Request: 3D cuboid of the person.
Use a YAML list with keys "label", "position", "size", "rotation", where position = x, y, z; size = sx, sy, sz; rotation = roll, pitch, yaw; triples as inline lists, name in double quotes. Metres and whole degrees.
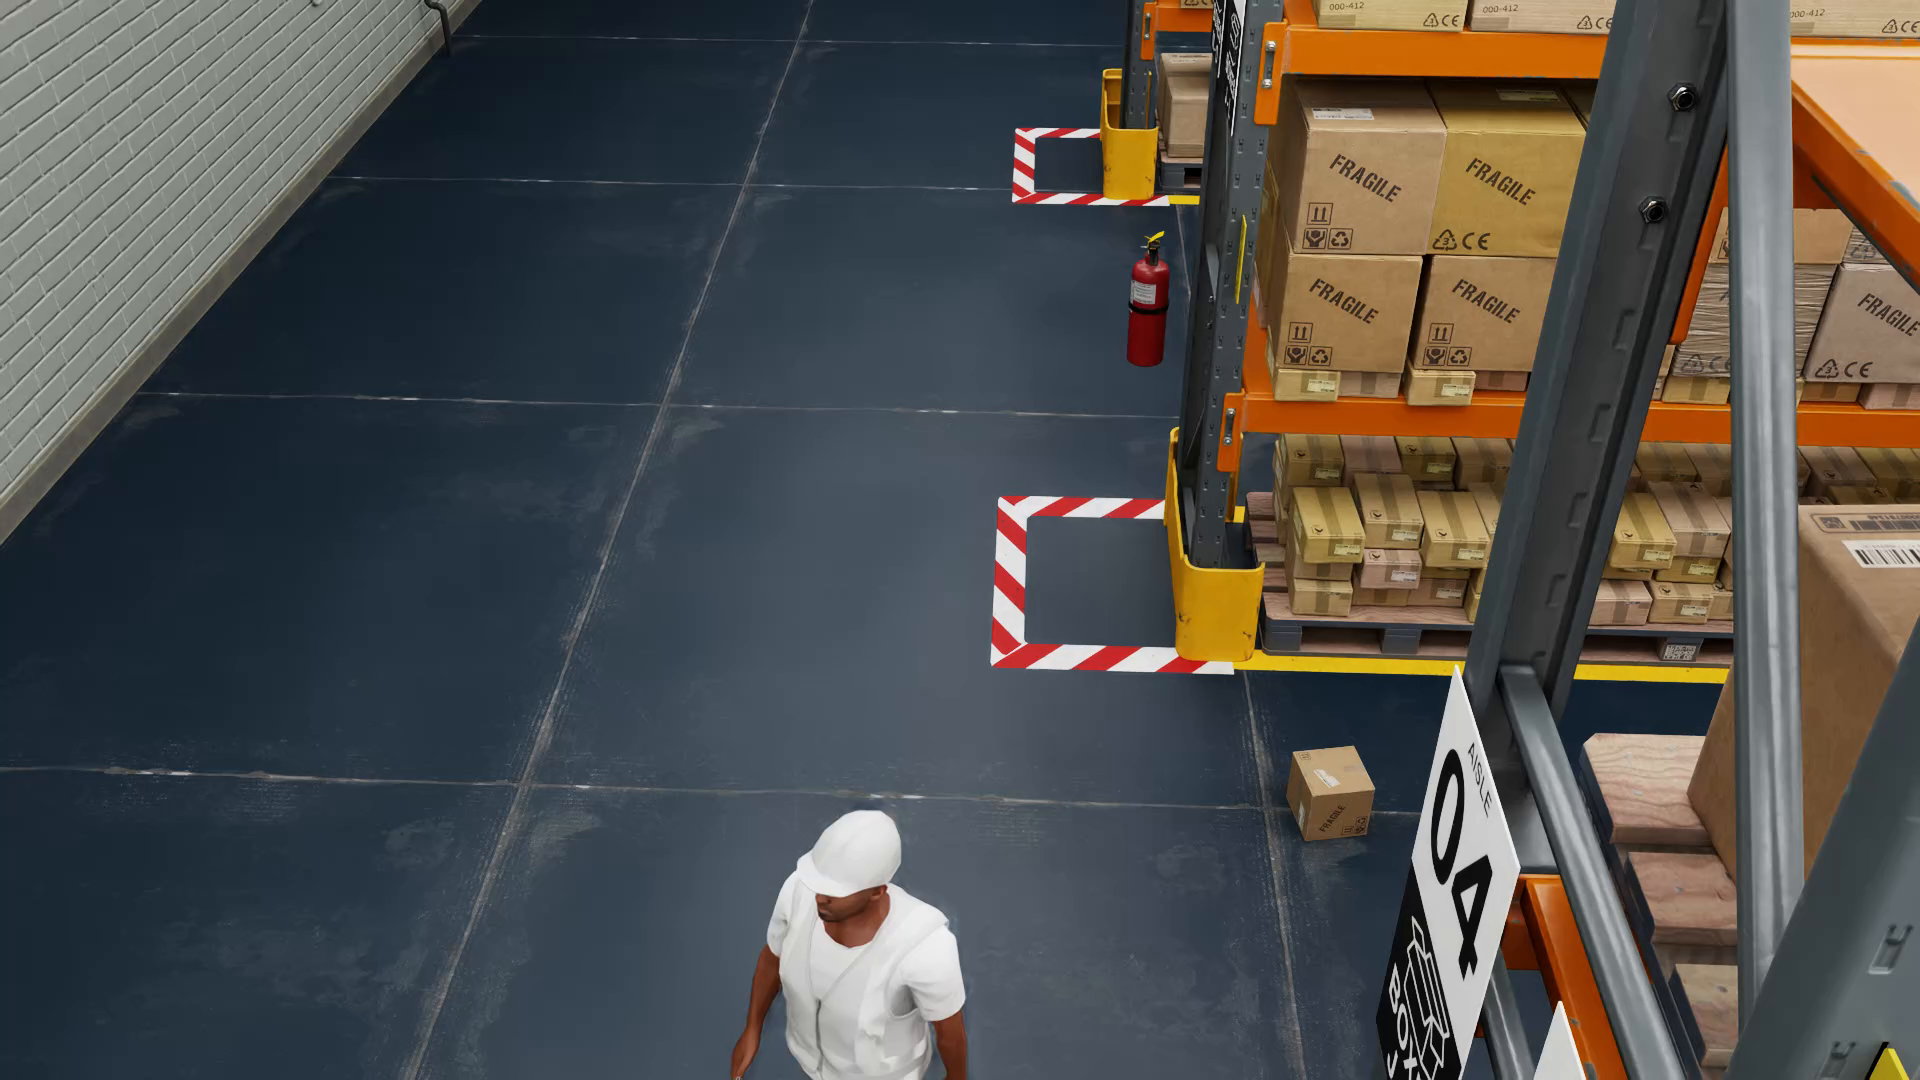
- label: "person"
  position: [-0.344, 1.465, 4.563]
  size: [0.614, 1.766, 0.854]
  rotation: [26, 43, 31]
